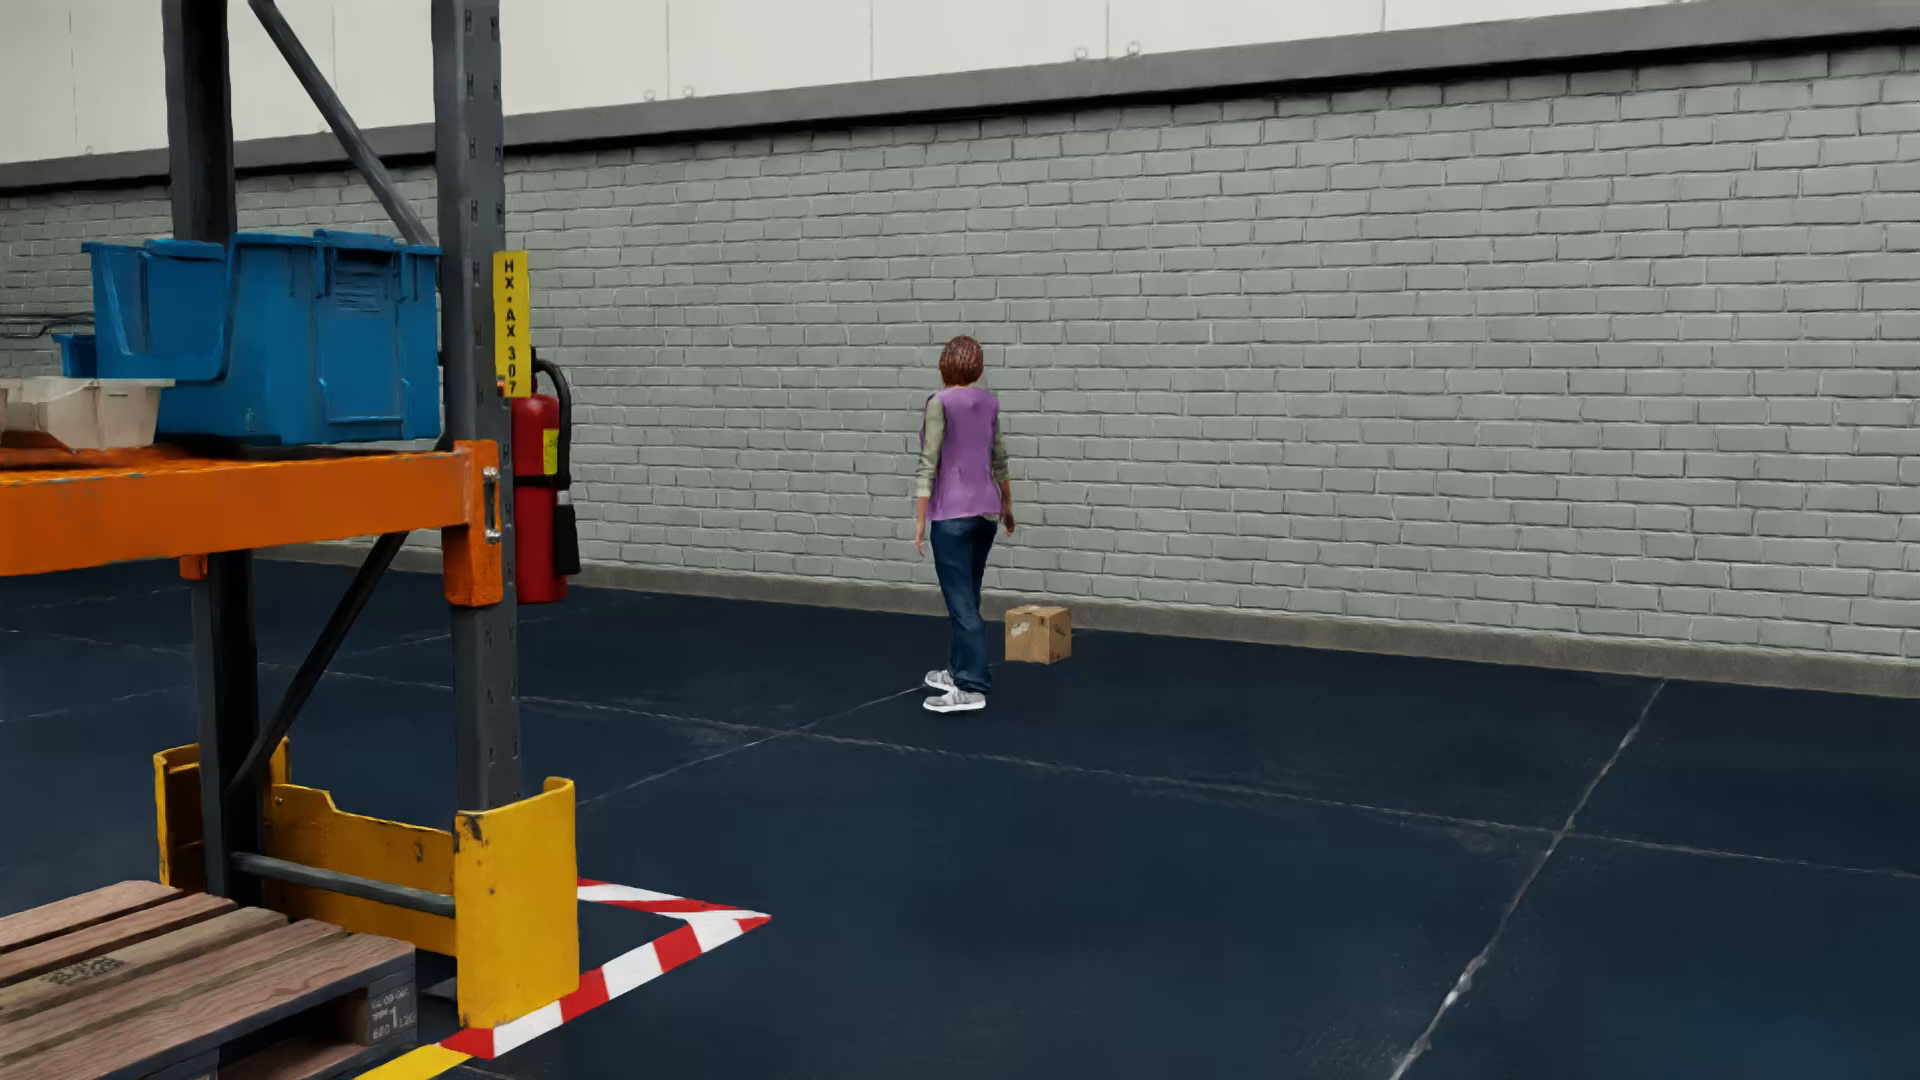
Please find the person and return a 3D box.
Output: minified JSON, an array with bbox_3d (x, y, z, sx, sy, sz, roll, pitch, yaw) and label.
[{"bbox_3d":[-0.009,-0.090,7.217,0.572,1.591,0.604,6,9,44],"label":"person"}]
